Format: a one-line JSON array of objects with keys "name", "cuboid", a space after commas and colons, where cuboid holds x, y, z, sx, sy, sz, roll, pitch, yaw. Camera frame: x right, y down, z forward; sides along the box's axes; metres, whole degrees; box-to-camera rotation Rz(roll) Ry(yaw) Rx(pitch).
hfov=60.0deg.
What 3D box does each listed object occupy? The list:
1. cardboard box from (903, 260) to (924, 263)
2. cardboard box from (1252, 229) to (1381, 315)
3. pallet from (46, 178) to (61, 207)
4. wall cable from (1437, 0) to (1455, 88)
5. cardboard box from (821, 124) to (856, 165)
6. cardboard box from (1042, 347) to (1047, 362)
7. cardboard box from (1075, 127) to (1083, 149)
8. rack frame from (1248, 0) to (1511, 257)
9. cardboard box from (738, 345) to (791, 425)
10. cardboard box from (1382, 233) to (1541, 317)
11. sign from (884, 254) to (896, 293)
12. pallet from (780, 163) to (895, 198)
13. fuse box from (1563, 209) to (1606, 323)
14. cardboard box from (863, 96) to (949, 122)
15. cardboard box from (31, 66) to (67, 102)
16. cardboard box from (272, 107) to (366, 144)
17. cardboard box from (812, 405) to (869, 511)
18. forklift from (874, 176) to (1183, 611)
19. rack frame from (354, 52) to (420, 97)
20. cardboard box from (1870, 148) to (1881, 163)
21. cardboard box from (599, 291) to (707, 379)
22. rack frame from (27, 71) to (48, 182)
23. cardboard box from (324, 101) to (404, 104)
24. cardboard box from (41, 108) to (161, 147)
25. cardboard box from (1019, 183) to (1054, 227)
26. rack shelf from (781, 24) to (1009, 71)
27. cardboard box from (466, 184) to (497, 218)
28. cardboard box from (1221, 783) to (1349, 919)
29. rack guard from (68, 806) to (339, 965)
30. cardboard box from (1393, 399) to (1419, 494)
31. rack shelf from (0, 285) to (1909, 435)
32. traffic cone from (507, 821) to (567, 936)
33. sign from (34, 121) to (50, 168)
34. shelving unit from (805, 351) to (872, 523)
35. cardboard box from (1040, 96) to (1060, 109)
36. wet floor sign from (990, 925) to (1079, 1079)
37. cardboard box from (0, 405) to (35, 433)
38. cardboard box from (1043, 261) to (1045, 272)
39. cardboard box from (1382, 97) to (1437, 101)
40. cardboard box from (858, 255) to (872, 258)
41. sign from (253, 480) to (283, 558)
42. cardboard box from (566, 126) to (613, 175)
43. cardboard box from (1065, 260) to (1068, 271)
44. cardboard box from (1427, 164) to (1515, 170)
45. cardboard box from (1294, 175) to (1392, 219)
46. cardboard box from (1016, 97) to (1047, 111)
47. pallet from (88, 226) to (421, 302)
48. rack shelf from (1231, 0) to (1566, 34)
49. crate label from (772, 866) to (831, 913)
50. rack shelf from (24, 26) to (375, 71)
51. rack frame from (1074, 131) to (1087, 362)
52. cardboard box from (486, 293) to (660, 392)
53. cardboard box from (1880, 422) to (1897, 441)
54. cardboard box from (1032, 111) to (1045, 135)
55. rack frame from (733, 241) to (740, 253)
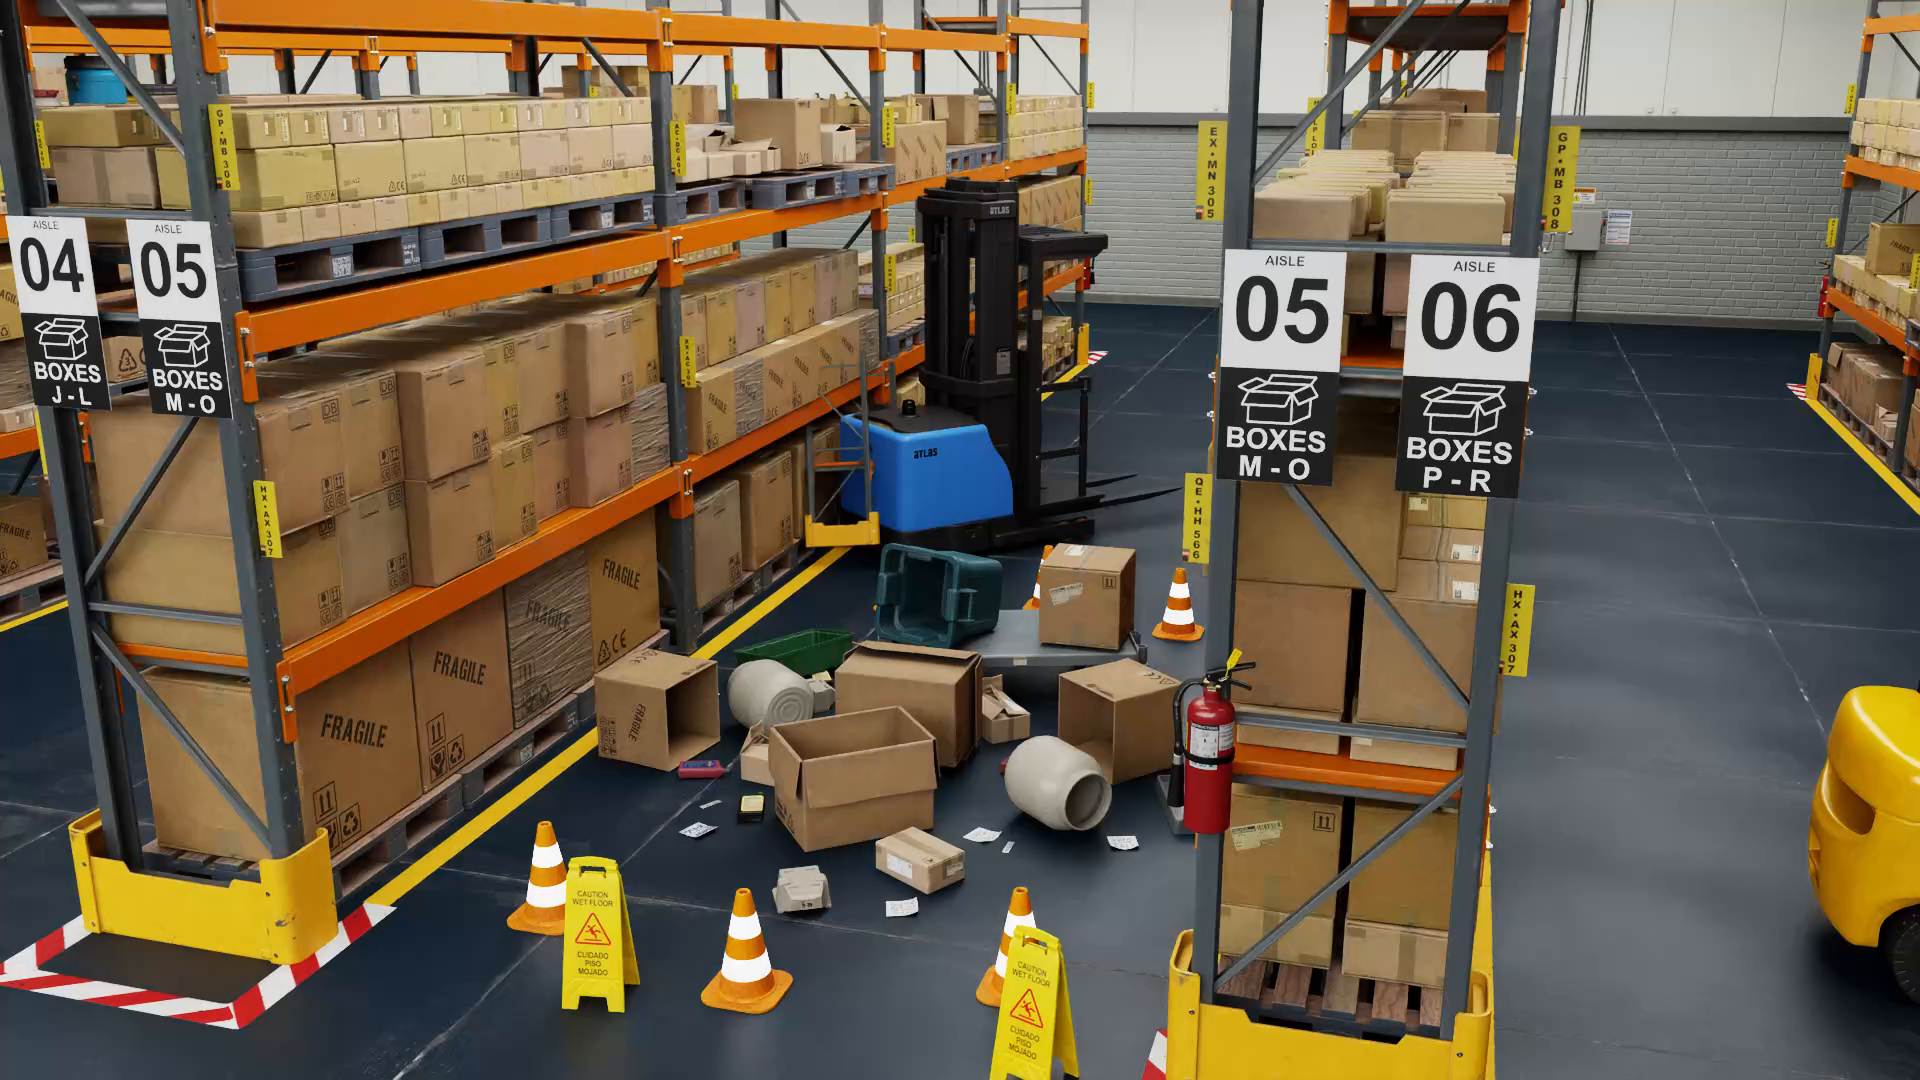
[{"name": "cardboard box", "cuboid": [-0.367, -2.651, 16.279, 0.380, 0.149, 0.250, 4, 16, 15]}, {"name": "cardboard box", "cuboid": [1.258, -0.987, 6.045, 0.500, 0.250, 0.500, 4, 16, 15]}, {"name": "pallet", "cuboid": [-6.717, -2.639, 12.485, 1.213, 0.211, 1.003, 5, 16, 16]}, {"name": "wall cable", "cuboid": [7.264, -7.900, 25.192, 0.463, 3.000, 0.029, 5, 16, 16]}, {"name": "cardboard box", "cuboid": [-1.140, -3.122, 13.054, 0.500, 0.311, 0.500, 5, 16, 16]}, {"name": "cardboard box", "cuboid": [0.843, -2.263, 20.220, 0.380, 0.149, 0.250, 5, 17, 16]}, {"name": "cardboard box", "cuboid": [1.267, -5.093, 21.067, 0.500, 0.250, 0.500, 4, 16, 15]}, {"name": "rack frame", "cuboid": [1.374, -2.204, 5.109, 0.949, 2.616, 0.053, 5, 16, 16]}, {"name": "cardboard box", "cuboid": [-1.573, -1.150, 12.203, 0.500, 0.500, 0.500, 5, 16, 16]}, {"name": "cardboard box", "cuboid": [4.104, -0.454, 6.270, 4.908, 1.399, 2.138, 4, 16, 14]}, {"name": "sign", "cuboid": [-0.598, -2.284, 14.262, 0.100, 0.325, 0.005, 5, 16, 16]}, {"name": "pallet", "cuboid": [-1.263, -2.948, 13.576, 1.213, 0.211, 1.003, 5, 17, 18]}, {"name": "fuse box", "cuboid": [9.470, -4.160, 25.362, 0.539, 1.711, 0.414, 5, 16, 16]}, {"name": "cardboard box", "cuboid": [-0.559, -4.116, 16.388, 0.797, 0.503, 0.637, 4, 16, 15]}, {"name": "cardboard box", "cuboid": [-13.474, -6.615, 24.142, 0.700, 0.500, 0.500, 5, 16, 16]}, {"name": "cardboard box", "cuboid": [-2.860, -1.827, 7.322, 0.380, 0.149, 0.250, 4, 16, 15]}, {"name": "cardboard box", "cuboid": [-1.390, -0.736, 14.281, 1.050, 0.750, 0.750, 4, 16, 15]}, {"name": "forklift", "cuboid": [0.484, -1.347, 13.208, 3.733, 2.935, 2.033, -10, 19, -32]}, {"name": "rack frame", "cuboid": [-8.333, -7.543, 23.932, 1.000, 3.000, 0.127, 5, 16, 16]}, {"name": "cardboard box", "cuboid": [9.988, -4.115, 17.802, 0.380, 0.149, 0.250, 5, 16, 16]}, {"name": "cardboard box", "cuboid": [-2.132, -1.382, 11.188, 0.700, 0.500, 0.500, 4, 16, 15]}, {"name": "rack frame", "cuboid": [-6.994, -4.019, 11.509, 1.000, 3.000, 0.127, 5, 16, 16]}, {"name": "cardboard box", "cuboid": [-3.129, -2.211, 8.678, 0.380, 0.149, 0.250, 5, 16, 16]}, {"name": "cardboard box", "cuboid": [-3.634, -1.746, 7.038, 0.380, 0.149, 0.250, 5, 17, 16]}, {"name": "cardboard box", "cuboid": [0.821, -3.987, 19.828, 0.500, 0.500, 0.500, 4, 16, 14]}, {"name": "rack shelf", "cuboid": [-0.562, -4.640, 15.747, 1.077, 0.370, 4.000, 5, 16, 16]}, {"name": "cardboard box", "cuboid": [-2.569, -1.710, 8.371, 0.380, 0.149, 0.250, 5, 17, 16]}, {"name": "cardboard box", "cuboid": [3.432, -1.212, 12.771, 0.853, 1.989, 13.684, 5, 17, 16]}, {"name": "rack guard", "cuboid": [-3.411, 1.533, 7.508, 1.175, 0.500, 0.348, 5, 16, 16]}, {"name": "cardboard box", "cuboid": [1.779, -0.534, 7.655, 0.700, 0.500, 0.500, 5, 16, 16]}, {"name": "rack shelf", "cuboid": [1.325, -1.267, 14.117, 15.872, 0.370, 15.908, 5, 16, 16]}, {"name": "traffic cone", "cuboid": [-1.892, 1.516, 7.637, 0.336, 0.463, 0.334, 5, 16, 16]}, {"name": "sign", "cuboid": [-6.472, -2.785, 11.707, 0.100, 0.325, 0.005, 5, 16, 16]}, {"name": "shelving unit", "cuboid": [-0.861, -0.719, 13.420, 0.500, 1.500, 0.985, -2, 1, 11]}, {"name": "cardboard box", "cuboid": [0.993, -5.292, 20.121, 0.380, 0.149, 0.250, 4, 16, 15]}, {"name": "wet floor sign", "cuboid": [0.291, 1.781, 6.368, 0.267, 0.644, 0.232, 11, 19, 35]}, {"name": "cardboard box", "cuboid": [-6.854, -0.869, 11.856, 0.380, 0.149, 0.250, 5, 16, 16]}, {"name": "cardboard box", "cuboid": [0.700, -3.375, 19.505, 0.500, 0.500, 0.500, 4, 16, 15]}, {"name": "cardboard box", "cuboid": [4.252, -3.943, 15.784, 0.500, 0.500, 0.500, 4, 16, 15]}, {"name": "cardboard box", "cuboid": [-0.913, -2.777, 16.723, 0.380, 0.149, 0.250, 5, 17, 18]}, {"name": "sign", "cuboid": [-2.874, -0.086, 6.903, 0.100, 0.325, 0.005, 5, 16, 16]}, {"name": "cardboard box", "cuboid": [-2.305, -2.205, 9.388, 0.500, 0.250, 0.500, 5, 16, 16]}, {"name": "cardboard box", "cuboid": [1.158, -3.505, 21.149, 0.380, 0.149, 0.250, 4, 16, 15]}, {"name": "cardboard box", "cuboid": [2.322, -1.626, 7.567, 0.380, 0.149, 0.250, 5, 17, 17]}, {"name": "cardboard box", "cuboid": [1.546, -1.394, 6.749, 0.380, 0.149, 0.250, 5, 16, 16]}, {"name": "cardboard box", "cuboid": [0.802, -5.085, 19.393, 0.380, 0.149, 0.250, 4, 16, 14]}, {"name": "pallet", "cuboid": [-3.203, -1.271, 7.479, 1.003, 0.211, 1.213, 5, 16, 16]}, {"name": "rack shelf", "cuboid": [1.939, -2.380, 7.054, 1.077, 0.370, 4.000, 5, 16, 16]}, {"name": "crate label", "cuboid": [-0.741, 1.639, 7.801, 0.250, 0.136, 0.298, -4, 16, -13]}, {"name": "rack shelf", "cuboid": [-6.426, -4.004, 13.507, 1.077, 0.370, 4.000, 5, 16, 16]}, {"name": "rack frame", "cuboid": [1.143, -3.862, 21.947, 1.000, 3.000, 0.127, 5, 16, 16]}, {"name": "cardboard box", "cuboid": [-2.405, -1.220, 10.380, 0.875, 0.550, 0.550, 5, 16, 16]}, {"name": "cardboard box", "cuboid": [9.418, -1.073, 16.570, 0.380, 0.149, 0.250, 4, 16, 14]}, {"name": "cardboard box", "cuboid": [0.675, -4.795, 19.098, 0.500, 0.250, 0.500, 5, 17, 17]}, {"name": "rack frame", "cuboid": [-3.584, -4.273, 23.397, 1.000, 3.000, 0.127, 5, 16, 16]}]
